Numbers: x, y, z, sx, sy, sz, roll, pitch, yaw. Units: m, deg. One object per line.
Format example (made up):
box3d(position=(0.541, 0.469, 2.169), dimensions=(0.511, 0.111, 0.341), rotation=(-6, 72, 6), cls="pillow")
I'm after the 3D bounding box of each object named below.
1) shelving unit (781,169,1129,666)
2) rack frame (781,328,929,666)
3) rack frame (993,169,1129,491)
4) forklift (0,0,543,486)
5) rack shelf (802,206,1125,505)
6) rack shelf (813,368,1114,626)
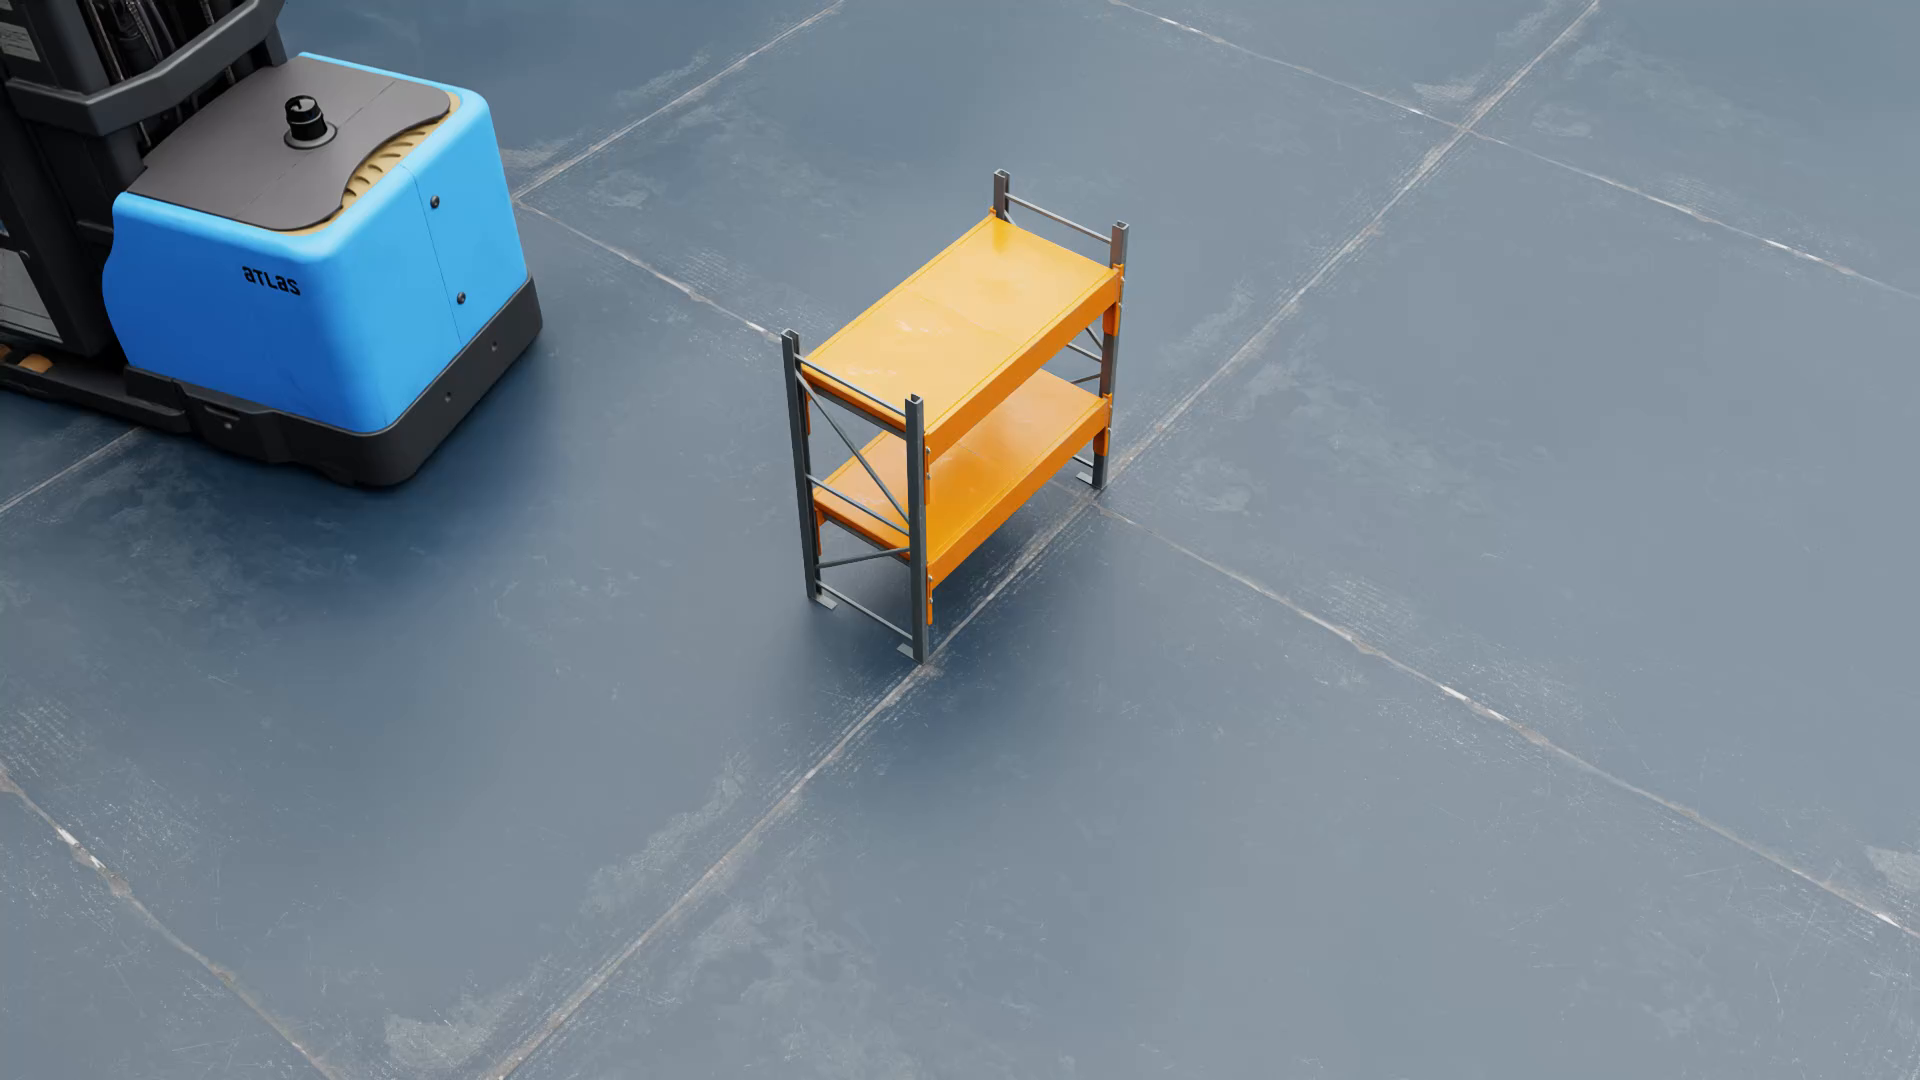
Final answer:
box3d(position=(0.004, -0.392, 5.347), dimensions=(0.538, 1.125, 1.048), rotation=(29, 53, 25), cls="shelving unit")
box3d(position=(-0.307, -0.102, 5.069), dimensions=(0.500, 1.125, 0.032), rotation=(29, 53, 25), cls="rack frame")
box3d(position=(0.315, -0.683, 5.625), dimensions=(0.500, 1.125, 0.032), rotation=(29, 53, 25), cls="rack frame")
box3d(position=(-3.186, -1.883, 5.522), dimensions=(3.031, 2.935, 1.130), rotation=(16, 48, 15), cls="forklift")
box3d(position=(0.004, -0.595, 5.135), dimensions=(0.538, 0.278, 1.000), rotation=(29, 53, 25), cls="rack shelf")
box3d(position=(0.004, -0.224, 5.524), dimensions=(0.538, 0.278, 1.000), rotation=(29, 53, 25), cls="rack shelf")
